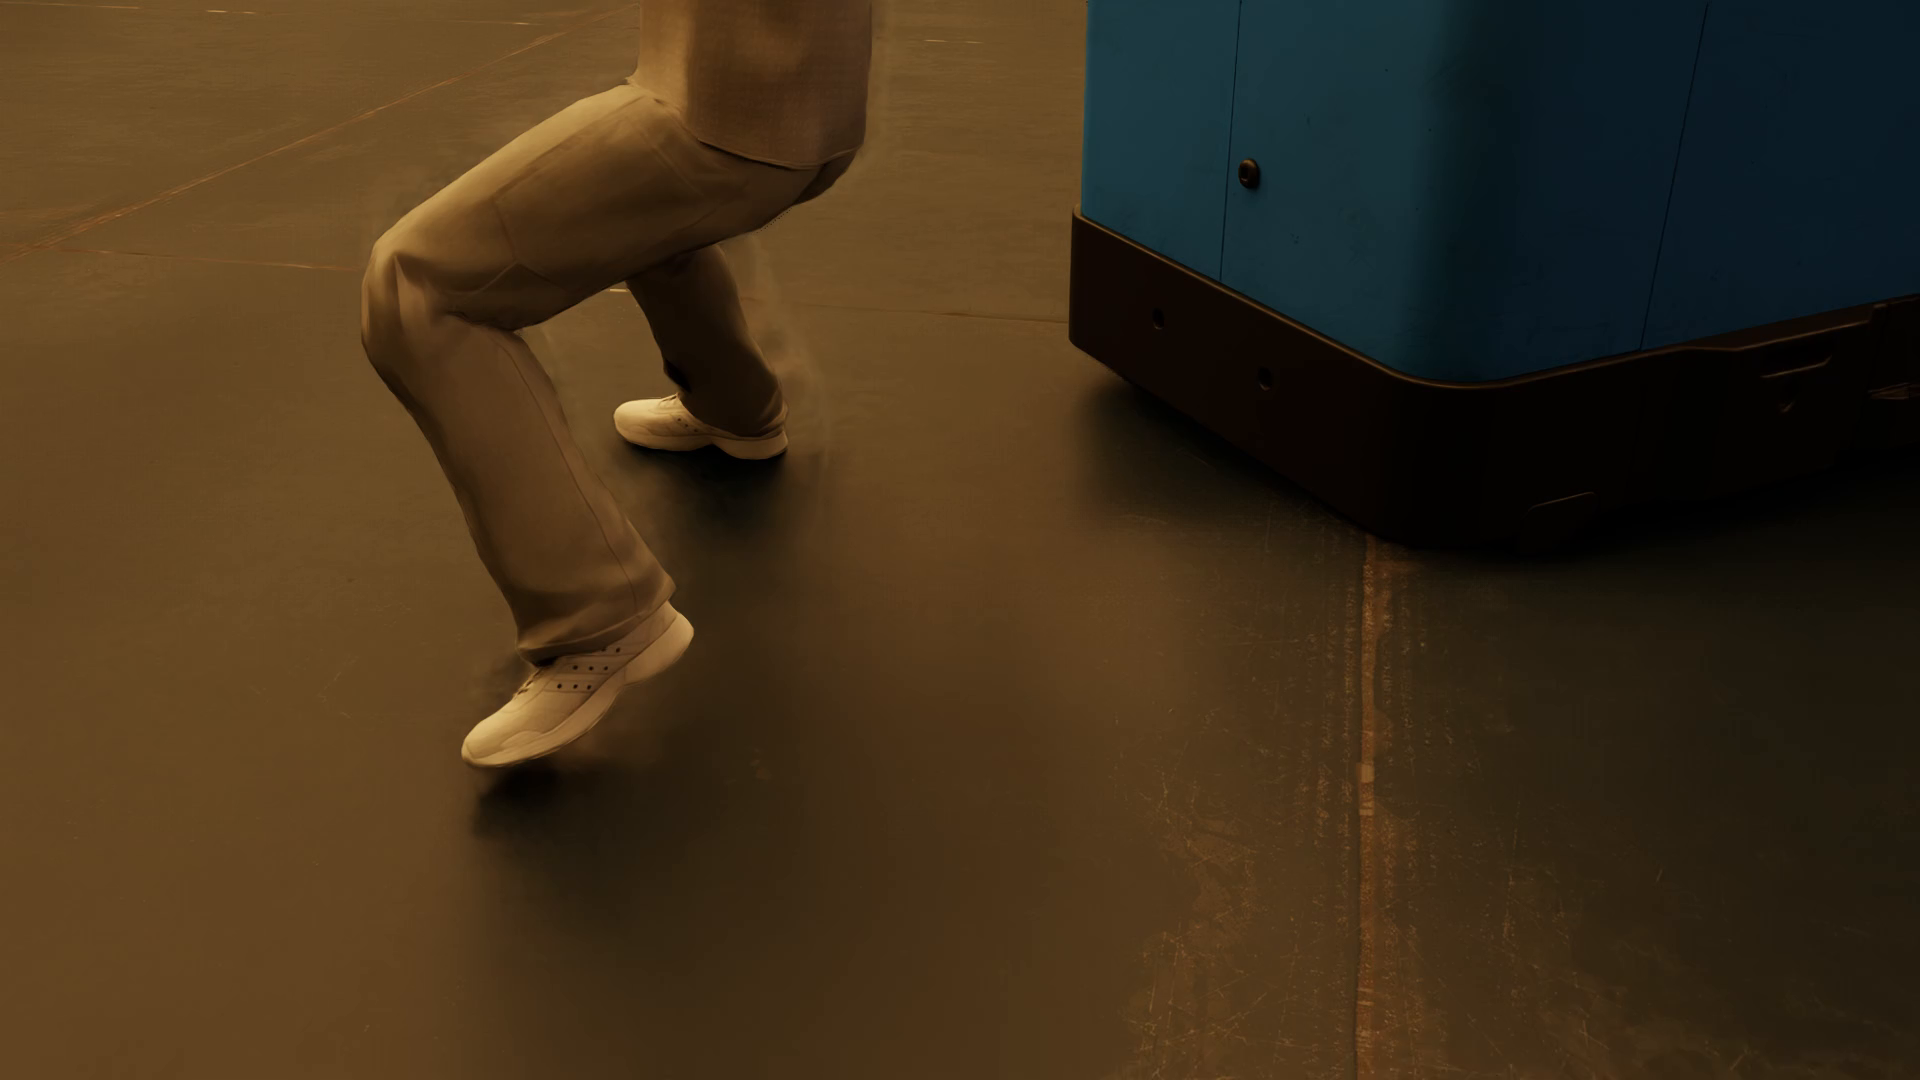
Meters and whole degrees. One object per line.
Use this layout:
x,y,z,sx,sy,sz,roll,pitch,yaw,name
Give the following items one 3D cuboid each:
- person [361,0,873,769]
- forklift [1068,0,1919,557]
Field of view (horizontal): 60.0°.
-0.438,-0.585,2.048,0.649,1.449,1.068,8,28,15,person
1.756,-1.729,2.673,3.031,2.935,1.130,-12,29,-23,forklift
